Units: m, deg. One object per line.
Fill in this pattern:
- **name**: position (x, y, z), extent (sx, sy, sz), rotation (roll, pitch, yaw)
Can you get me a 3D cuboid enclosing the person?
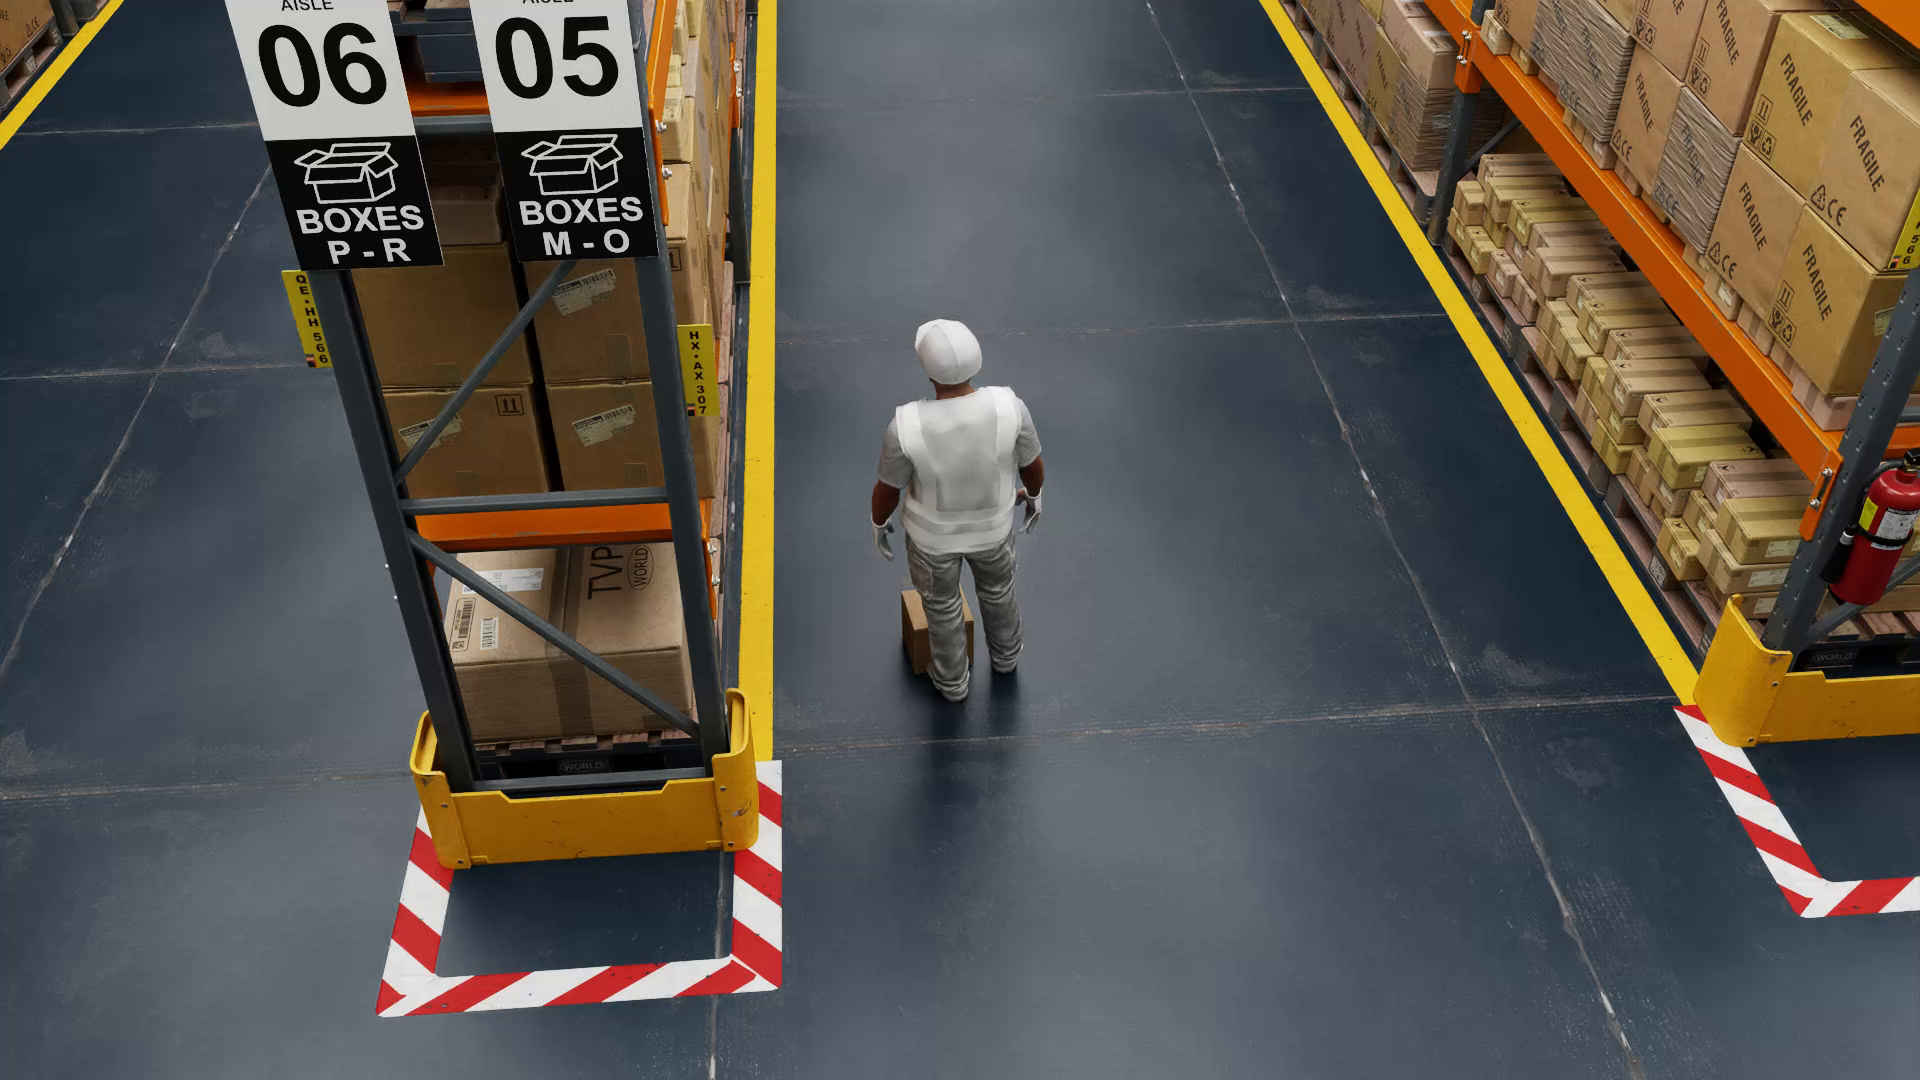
- **person**: position (-0.020, -0.120, 6.273), extent (0.656, 1.783, 0.576), rotation (-8, 39, -9)
